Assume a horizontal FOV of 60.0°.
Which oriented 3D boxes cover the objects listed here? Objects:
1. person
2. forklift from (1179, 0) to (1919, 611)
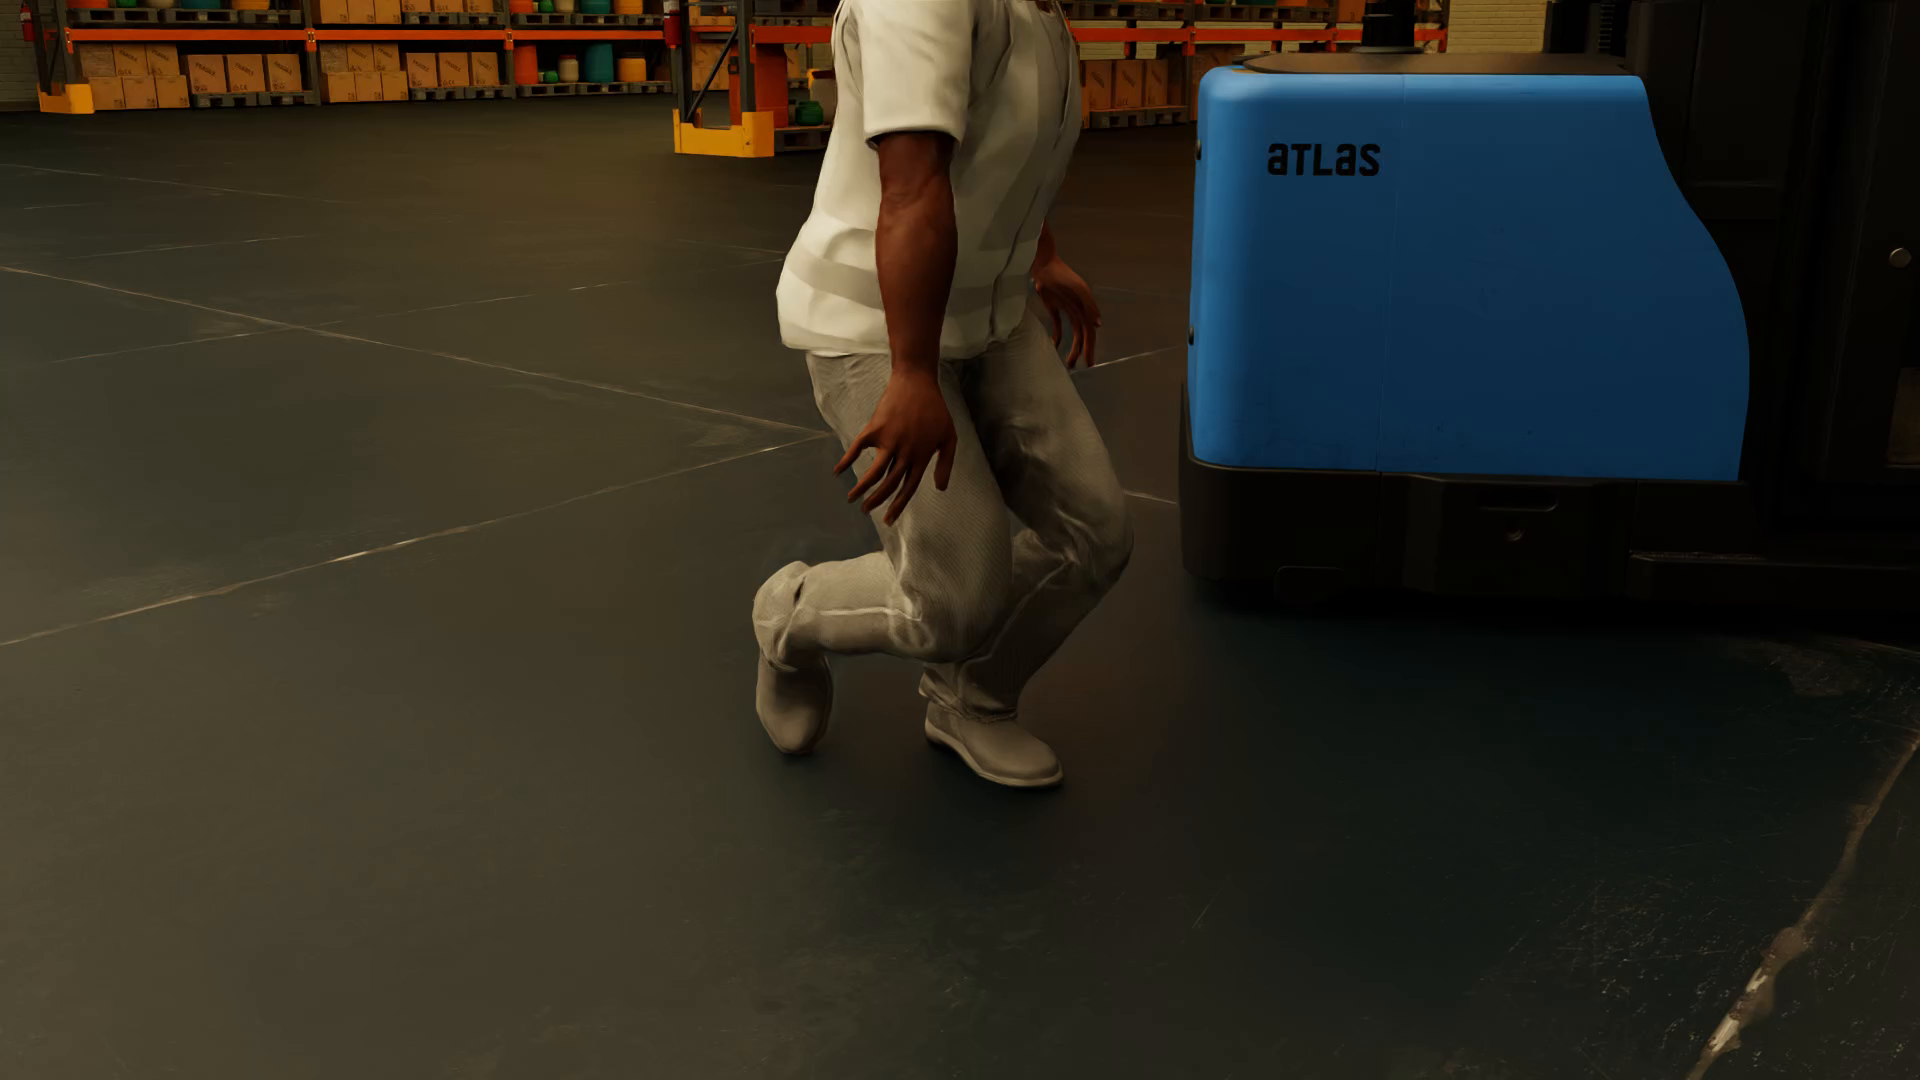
[{"bbox_3d":[-0.052,-0.364,2.505,0.644,1.555,0.872,10,20,30],"label":"person"},{"bbox_3d":[2.025,-1.350,3.345,3.031,2.935,1.130,2,17,6],"label":"forklift"}]
